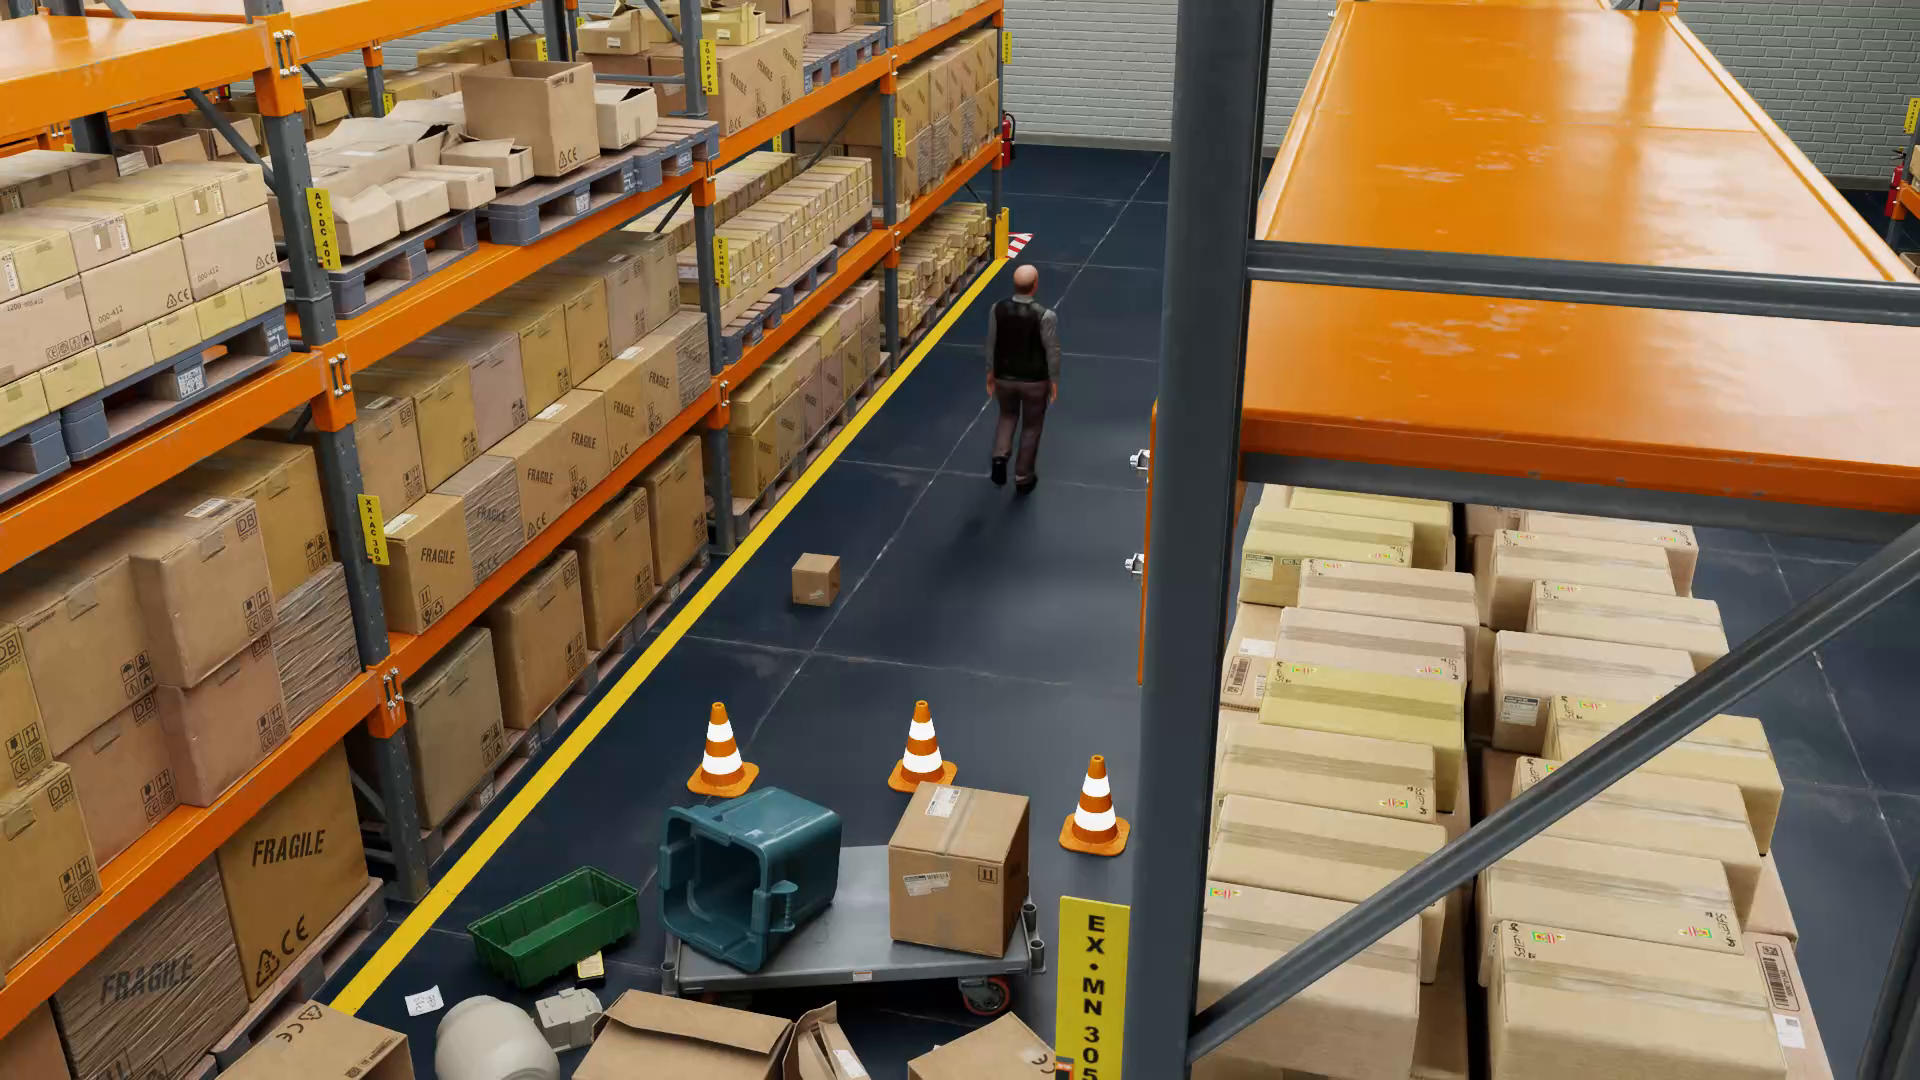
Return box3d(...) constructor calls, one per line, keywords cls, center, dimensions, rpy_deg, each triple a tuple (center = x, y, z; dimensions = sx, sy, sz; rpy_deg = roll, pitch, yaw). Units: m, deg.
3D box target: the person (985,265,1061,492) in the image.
box3d(cls="person", center=(0.467, -1.177, 12.183), dimensions=(0.570, 1.714, 0.492), rpy_deg=(10, 27, 21))
